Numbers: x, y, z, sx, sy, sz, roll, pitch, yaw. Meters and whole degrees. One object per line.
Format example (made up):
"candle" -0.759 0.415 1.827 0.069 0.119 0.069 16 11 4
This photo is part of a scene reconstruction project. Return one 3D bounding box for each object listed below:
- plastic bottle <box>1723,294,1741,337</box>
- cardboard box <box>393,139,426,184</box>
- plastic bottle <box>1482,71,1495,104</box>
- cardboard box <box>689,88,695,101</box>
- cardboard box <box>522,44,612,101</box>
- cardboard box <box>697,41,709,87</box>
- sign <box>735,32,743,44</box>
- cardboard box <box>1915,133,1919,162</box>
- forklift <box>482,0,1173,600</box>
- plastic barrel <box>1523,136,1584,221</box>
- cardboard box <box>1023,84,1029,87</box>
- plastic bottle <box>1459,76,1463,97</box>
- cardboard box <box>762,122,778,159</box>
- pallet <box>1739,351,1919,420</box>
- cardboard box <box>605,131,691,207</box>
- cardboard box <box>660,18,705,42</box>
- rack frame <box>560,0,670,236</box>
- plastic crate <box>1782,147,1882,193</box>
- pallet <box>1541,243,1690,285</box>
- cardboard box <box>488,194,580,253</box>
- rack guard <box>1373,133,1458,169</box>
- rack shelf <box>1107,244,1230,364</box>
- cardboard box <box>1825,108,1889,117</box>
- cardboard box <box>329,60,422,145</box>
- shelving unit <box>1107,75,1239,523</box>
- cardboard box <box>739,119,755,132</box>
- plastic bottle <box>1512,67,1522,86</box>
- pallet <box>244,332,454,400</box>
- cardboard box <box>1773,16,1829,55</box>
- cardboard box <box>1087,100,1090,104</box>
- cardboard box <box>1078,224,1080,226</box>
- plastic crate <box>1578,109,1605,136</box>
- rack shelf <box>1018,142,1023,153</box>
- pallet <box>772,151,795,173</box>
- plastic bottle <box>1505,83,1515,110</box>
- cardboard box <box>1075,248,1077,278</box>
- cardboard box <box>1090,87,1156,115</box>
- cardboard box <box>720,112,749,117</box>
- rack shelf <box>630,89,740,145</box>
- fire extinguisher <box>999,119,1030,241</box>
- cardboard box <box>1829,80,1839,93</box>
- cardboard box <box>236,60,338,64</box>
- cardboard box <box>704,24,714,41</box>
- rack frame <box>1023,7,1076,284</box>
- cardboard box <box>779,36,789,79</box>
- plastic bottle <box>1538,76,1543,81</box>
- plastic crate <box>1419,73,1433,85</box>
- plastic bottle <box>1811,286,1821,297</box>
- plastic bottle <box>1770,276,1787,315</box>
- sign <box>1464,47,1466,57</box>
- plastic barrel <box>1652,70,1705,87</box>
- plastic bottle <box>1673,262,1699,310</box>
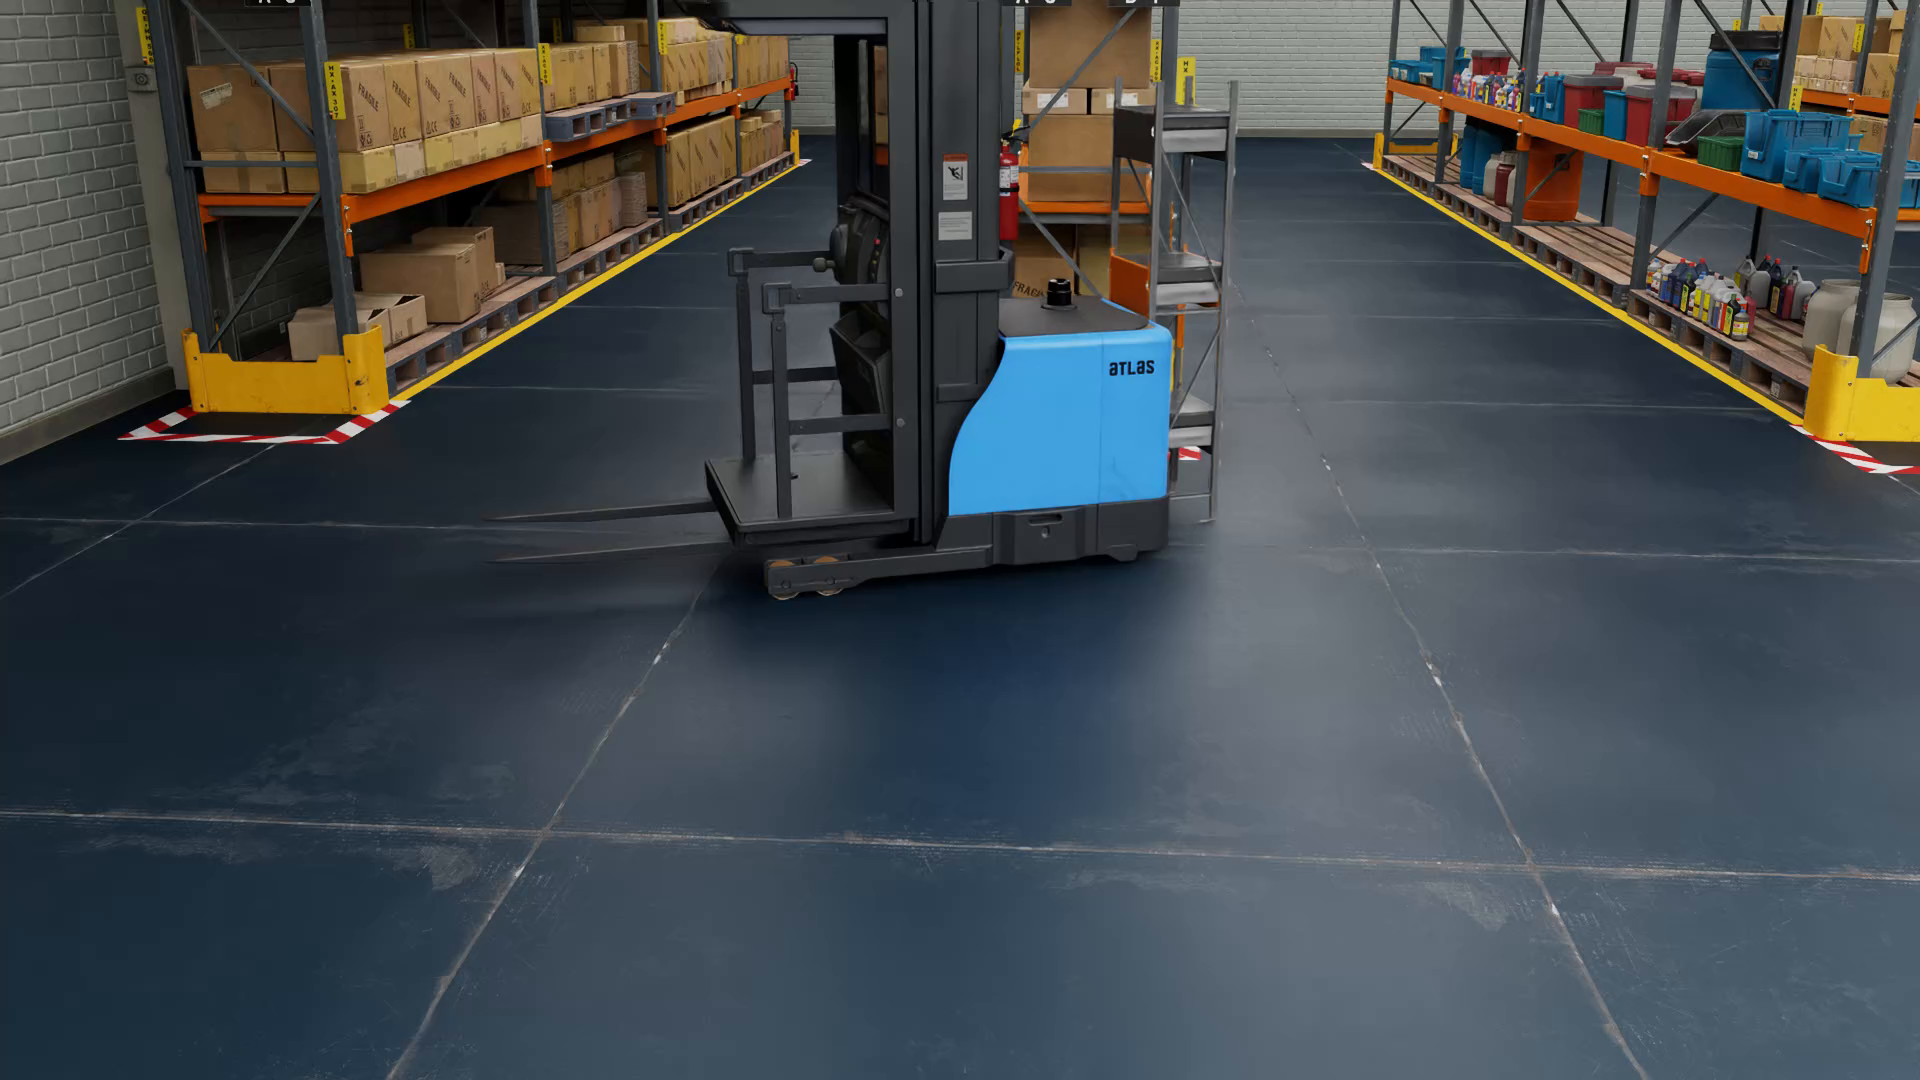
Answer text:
"plastic bottle" 5.348 -1.554 11.506 0.061 0.283 0.133 2 18 5
"cardboard box" -3.844 -2.485 10.898 0.500 0.250 0.500 1 18 2
"plastic bottle" 5.998 -5.118 18.804 0.144 0.351 0.185 1 18 4
"cardboard box" -3.291 -5.189 19.313 0.380 0.149 0.250 1 18 4
"cardboard box" -3.736 -4.448 15.813 0.700 0.500 0.500 1 18 4
"cardboard box" -3.242 -5.547 19.364 0.500 0.500 0.500 2 18 5
"sign" -2.816 -6.471 21.122 0.100 0.325 0.005 1 18 4
"cardboard box" 11.319 -4.074 18.276 1.225 0.875 0.875 1 18 4
"forklift" -0.622 -1.318 7.239 3.031 2.935 1.130 -5 19 -15
"plastic barrel" 6.255 -3.825 17.589 0.600 0.830 0.708 1 18 4
"cardboard box" 0.578 -2.691 10.116 0.380 0.149 0.250 2 18 5
"plastic bottle" 6.065 -5.473 20.015 0.097 0.271 0.097 0 18 0
"cardboard box" -3.057 -5.846 24.288 0.700 0.500 0.500 1 18 4
"pallet" 5.685 -0.971 10.548 1.003 0.211 1.213 1 18 4
"cardboard box" -3.461 -4.129 18.484 0.750 0.750 0.750 1 18 3
"cardboard box" -3.255 -5.896 19.225 0.500 0.250 0.500 1 18 3
"rack frame" -3.645 -4.725 17.526 1.000 3.000 0.127 1 18 4
"plastic crate" 5.453 -2.312 10.402 0.499 0.251 0.408 1 18 4
"pallet" 6.053 -2.561 15.401 1.003 0.211 1.213 1 18 4
"cardboard box" -3.908 -2.895 15.247 0.700 0.500 0.500 1 18 3
"rack guard" 6.799 -5.809 24.847 1.175 0.500 0.348 1 18 4
"rack shelf" 0.999 -1.131 8.046 0.431 0.518 0.480 -5 19 -16
"cardboard box" 11.591 -5.029 21.191 0.875 0.875 0.875 1 18 4
"cardboard box" -3.839 -2.830 10.747 0.500 0.500 0.500 1 18 4
"shelving unit" 0.999 -1.144 8.042 0.431 2.100 0.503 -5 19 -16
"cardboard box" -2.995 -5.620 22.554 0.380 0.149 0.250 2 18 6
"plastic bottle" 6.640 -5.433 19.767 0.144 0.351 0.185 1 18 4
"pallet" -4.119 -1.191 11.217 1.003 0.211 1.213 1 18 4
"cardboard box" 11.380 -6.845 22.555 0.500 0.500 0.500 1 18 2
"cardboard box" 0.843 -2.641 11.004 0.700 0.500 0.500 1 18 4
"cardboard box" 1.115 -2.163 12.245 0.500 0.500 0.500 1 18 4
"plastic crate" 5.793 -3.708 14.763 0.450 0.188 0.662 1 18 4
"rack shelf" 1.153 -3.653 15.409 1.077 0.370 4.000 1 18 4
"pallet" -3.050 -5.635 24.780 1.003 0.211 1.213 1 18 4
"plastic bottle" 5.897 -4.746 17.795 0.097 0.271 0.097 0 18 0
"cardboard box" 0.750 -2.402 14.176 0.500 0.250 0.500 1 18 3
"cardboard box" 0.966 -2.604 9.850 0.380 0.149 0.250 1 18 4
"cardboard box" -3.266 -6.118 24.076 0.380 0.149 0.250 1 18 4
"rack shelf" -3.501 -5.004 19.534 1.077 0.370 4.000 1 18 4
"fire extinguisher" 0.251 -2.068 9.541 0.296 0.674 0.183 1 18 4
"cardboard box" 11.177 -5.698 20.900 0.380 0.149 0.250 2 18 5
"cardboard box" -4.350 -2.842 10.785 0.500 0.500 0.500 2 18 5
"cardboard box" -3.219 -6.054 19.708 0.500 0.250 0.500 2 18 5
"rack frame" 1.010 -3.373 13.401 1.000 3.000 0.127 1 18 4
"cardboard box" -3.098 -7.194 24.578 0.980 0.700 0.700 2 18 6
"plastic bottle" 6.746 -5.246 19.314 0.152 0.276 0.135 1 18 4
"plastic crate" 6.349 -6.197 22.345 0.293 0.136 0.466 1 18 4
"plastic bottle" 6.150 -1.688 11.934 0.097 0.271 0.097 0 18 0
"plastic bottle" 6.050 -1.808 12.279 0.061 0.283 0.133 1 18 4
"sign" 7.360 -7.059 24.386 0.100 0.325 0.005 1 18 4
"plastic barrel" 6.290 -3.846 14.626 0.433 0.535 0.433 0 18 0
"plastic bottle" 5.465 -1.912 12.488 0.144 0.351 0.185 1 18 2
